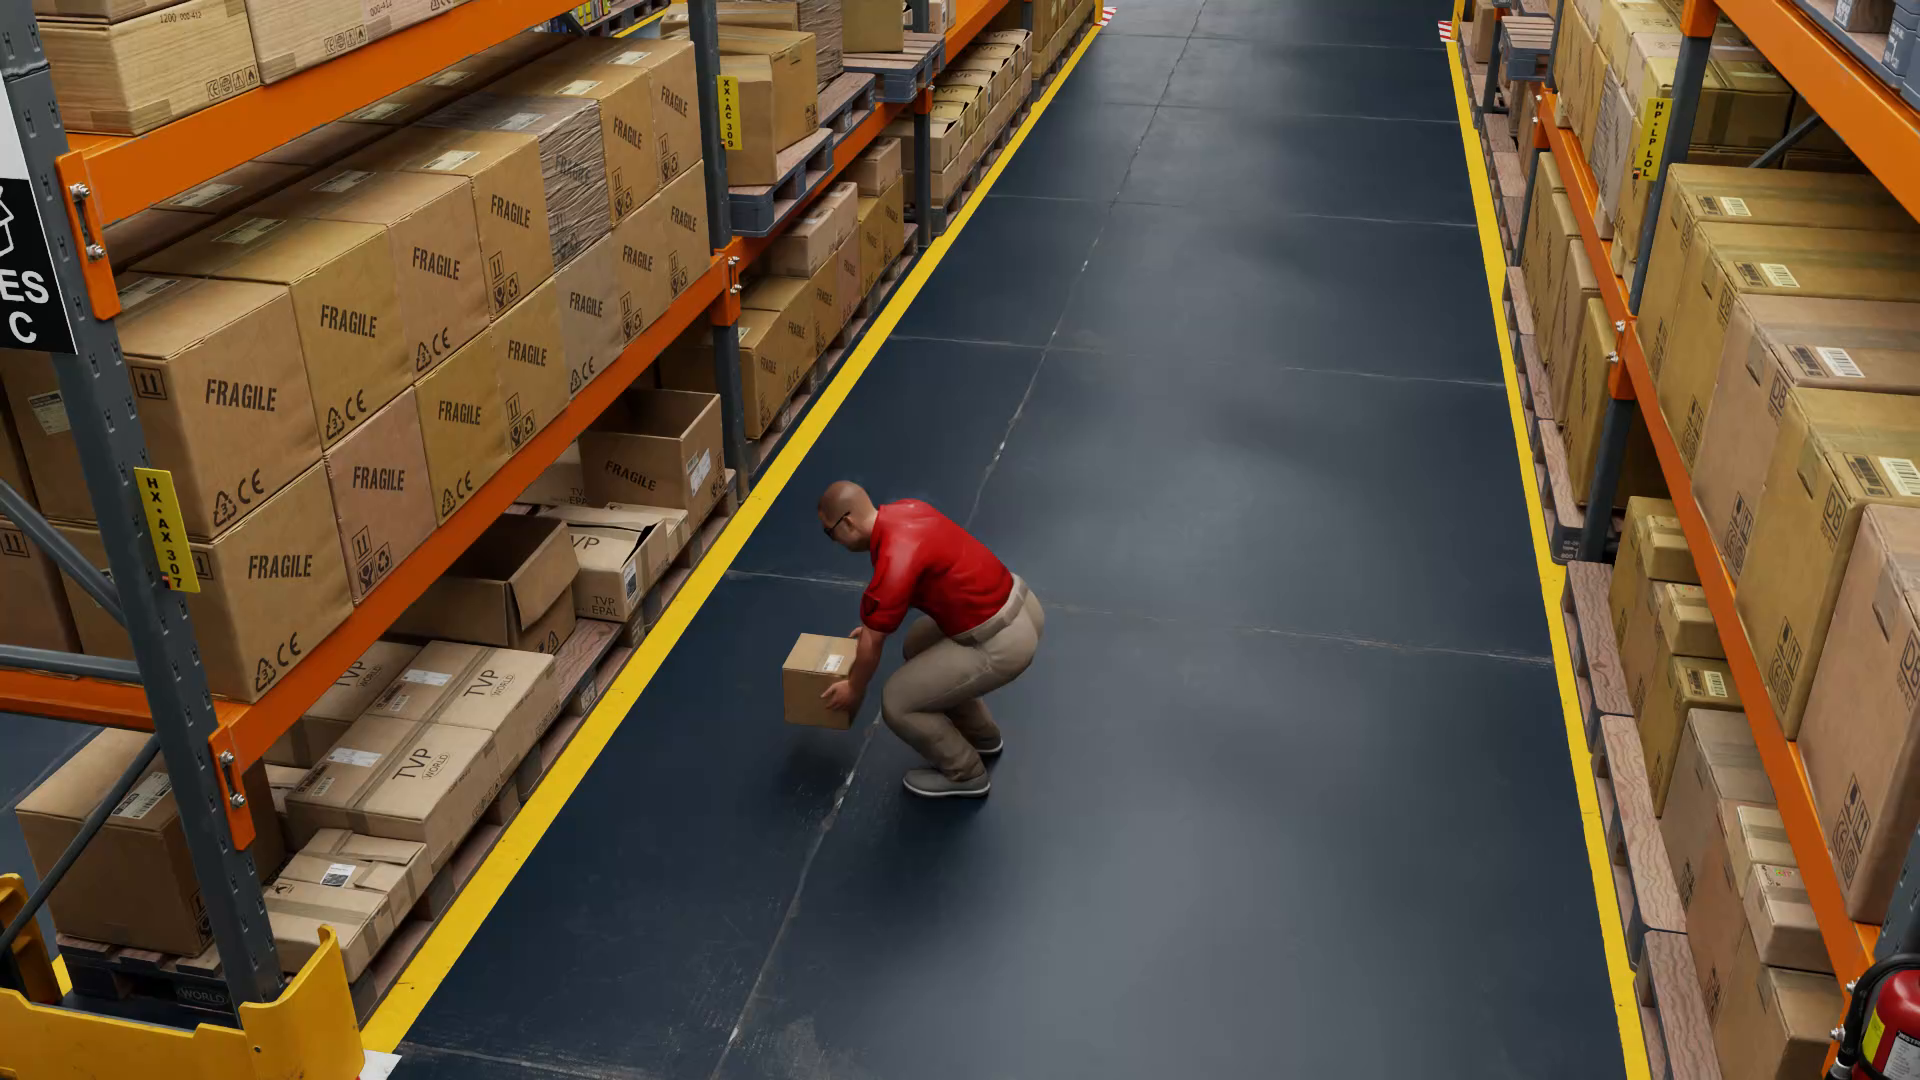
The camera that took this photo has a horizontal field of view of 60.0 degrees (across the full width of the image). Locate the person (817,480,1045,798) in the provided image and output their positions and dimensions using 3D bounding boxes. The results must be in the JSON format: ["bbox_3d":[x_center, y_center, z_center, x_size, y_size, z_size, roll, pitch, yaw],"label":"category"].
[{"bbox_3d":[-0.107,0.357,6.046,0.798,1.198,0.581,6,29,11],"label":"person"}]
